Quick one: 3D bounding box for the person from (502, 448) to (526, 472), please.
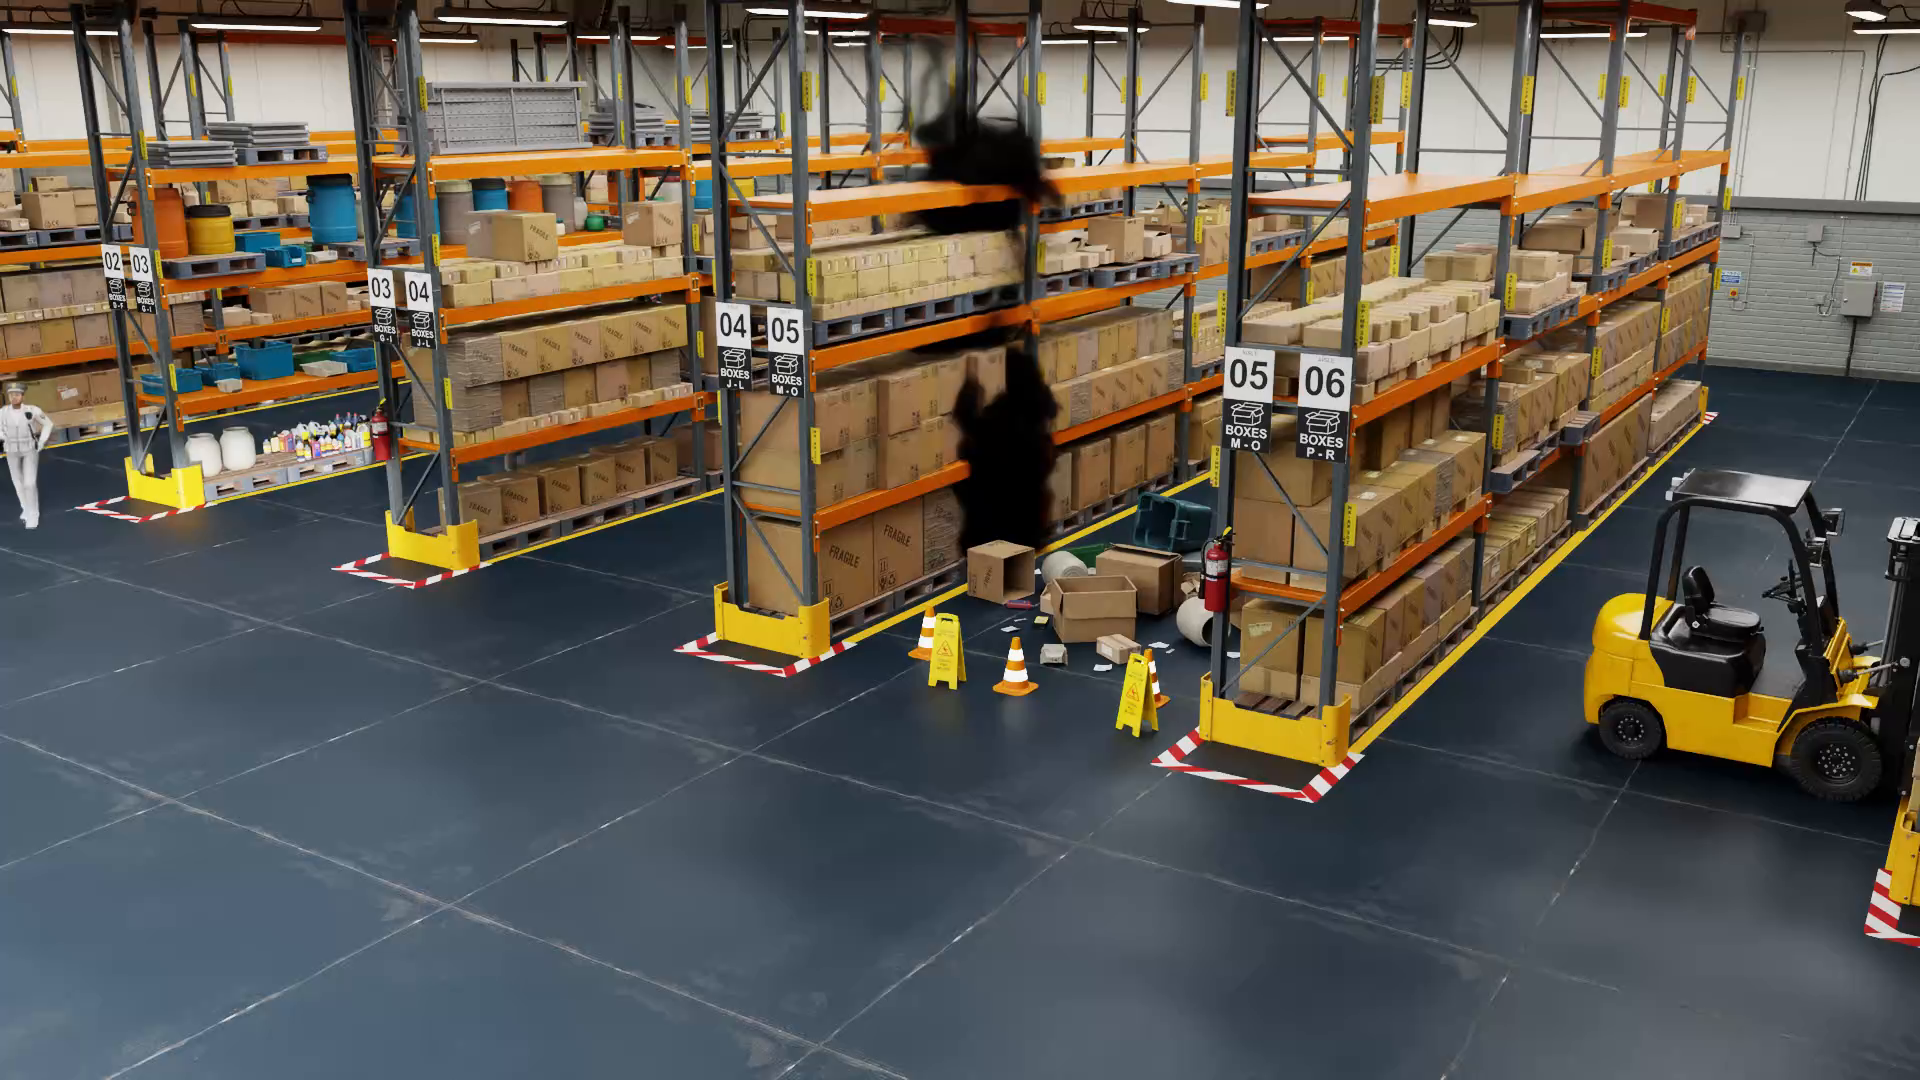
[{"bbox_3d":[-5.875,-1.583,21.815,0.577,1.664,0.737,5,16,17],"label":"person"}]

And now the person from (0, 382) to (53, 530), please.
[{"bbox_3d":[-11.098,-1.003,19.699,0.618,1.725,0.611,-4,16,-12],"label":"person"}]
